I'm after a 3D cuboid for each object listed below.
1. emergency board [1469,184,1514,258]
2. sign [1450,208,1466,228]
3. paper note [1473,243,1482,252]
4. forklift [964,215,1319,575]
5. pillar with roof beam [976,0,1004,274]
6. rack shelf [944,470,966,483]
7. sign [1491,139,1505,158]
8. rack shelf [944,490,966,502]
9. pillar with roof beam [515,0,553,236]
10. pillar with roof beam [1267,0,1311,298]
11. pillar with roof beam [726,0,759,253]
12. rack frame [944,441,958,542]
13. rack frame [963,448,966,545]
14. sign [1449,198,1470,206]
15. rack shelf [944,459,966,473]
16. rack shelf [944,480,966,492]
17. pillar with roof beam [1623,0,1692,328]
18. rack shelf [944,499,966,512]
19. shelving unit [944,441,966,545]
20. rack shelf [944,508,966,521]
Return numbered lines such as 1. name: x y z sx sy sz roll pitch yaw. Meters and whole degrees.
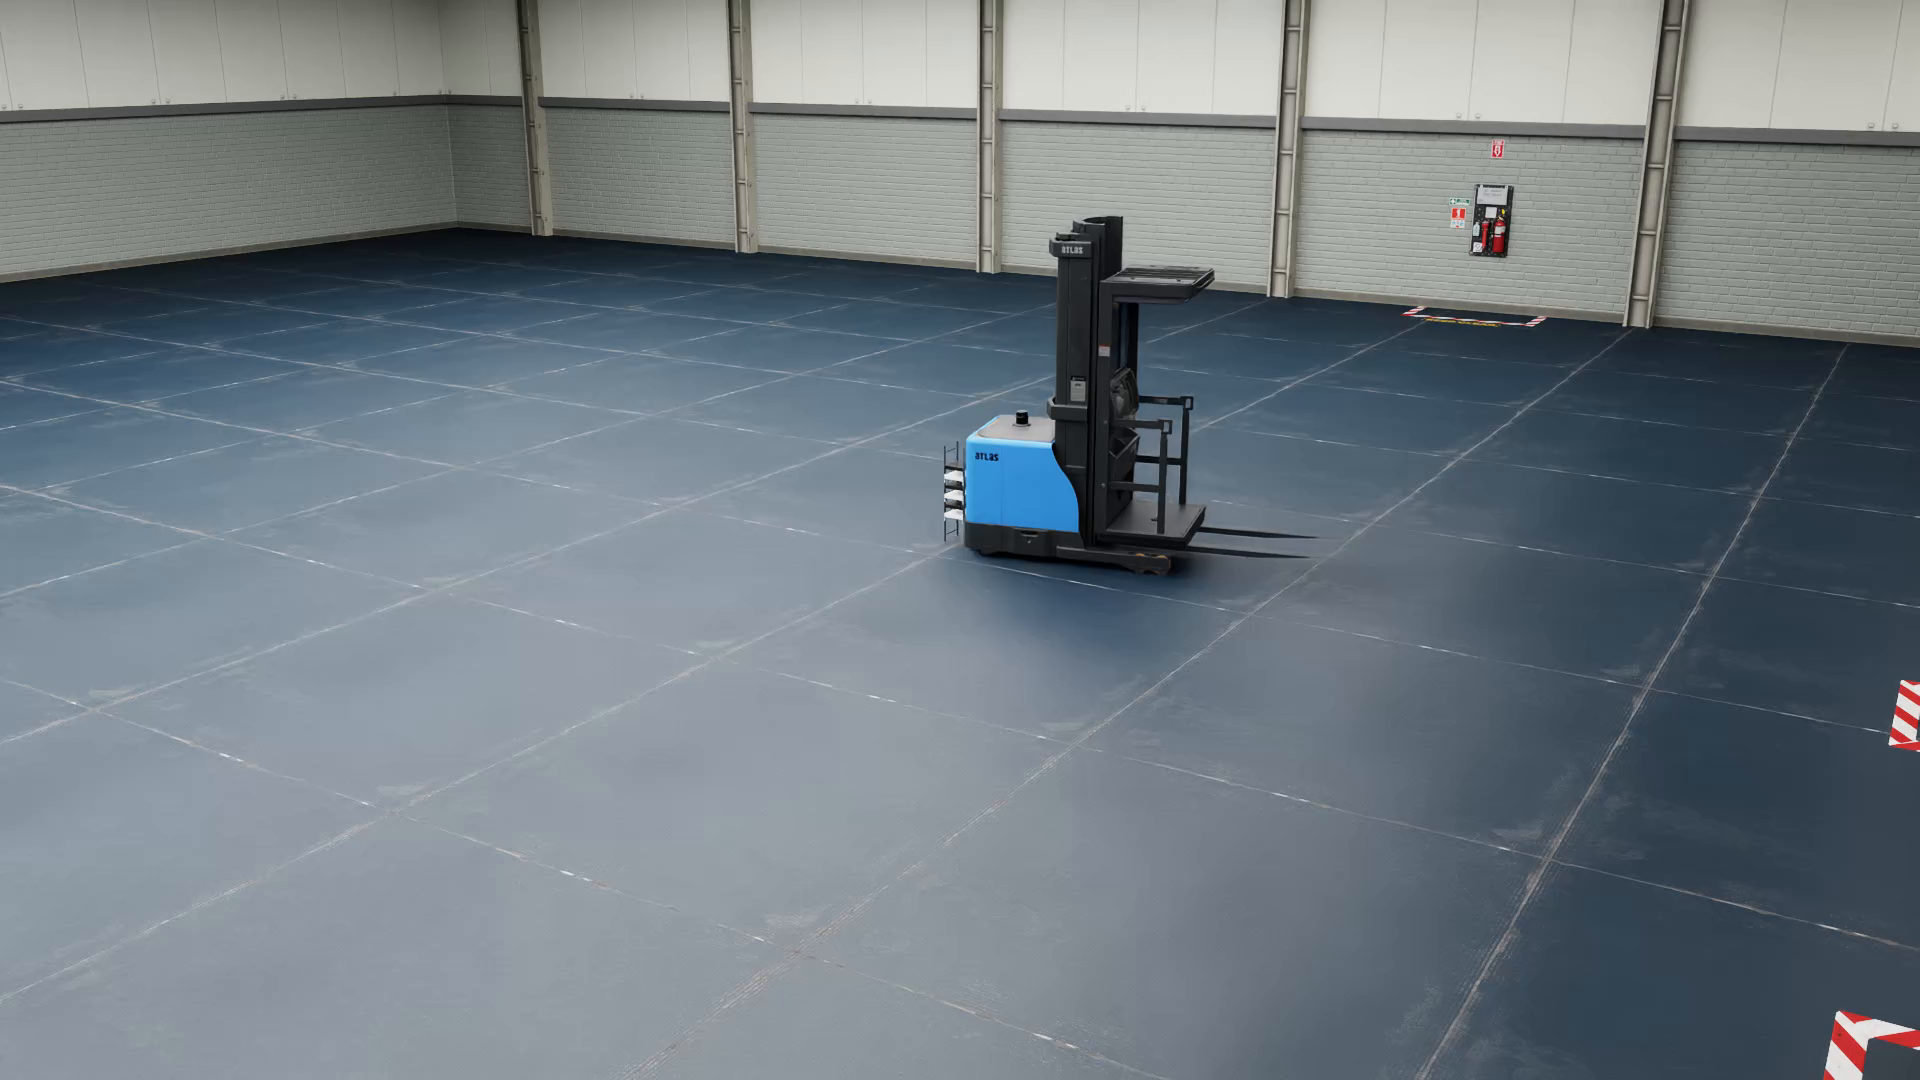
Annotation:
1. emergency board: 8.708 -5.233 27.318 0.643 1.169 0.194 10 20 30
2. sign: 8.291 -5.360 27.674 0.234 0.329 0.001 10 20 30
3. paper note: 8.593 -4.856 27.591 0.142 0.148 0.016 10 20 30
4. forklift: 1.614 -1.275 14.404 3.031 2.935 1.130 5 18 17
5. pillar with roof beam: -1.685 -8.478 27.676 0.400 9.000 9.100 10 20 30
6. rack shelf: 0.007 -0.570 15.072 0.200 0.077 0.258 10 20 30
7. sign: 8.753 -6.369 27.066 0.199 0.298 0.001 10 20 30
8. rack shelf: 0.007 -0.397 15.125 0.200 0.077 0.258 10 20 30
9. pillar with roof beam: -11.910 -10.303 33.685 0.400 9.000 9.100 10 20 30
10. pillar with roof beam: 3.428 -7.565 24.672 0.400 9.000 9.100 10 20 30
11. pillar with roof beam: -6.797 -9.390 30.681 0.400 9.000 9.100 10 20 30
12. rack frame: -0.080 -0.445 15.166 0.006 0.900 0.240 10 20 30
13. rack frame: 0.094 -0.414 15.064 0.006 0.900 0.240 10 20 30
14. sign: 8.290 -5.611 27.587 0.331 0.109 0.001 10 20 30
15. rack shelf: 0.007 -0.656 15.046 0.200 0.077 0.258 10 20 30
16. rack shelf: 0.007 -0.484 15.099 0.200 0.077 0.258 10 20 30
17. pillar with roof beam: 8.541 -6.652 21.667 0.400 9.000 9.100 10 20 30
18. rack shelf: 0.007 -0.311 15.151 0.200 0.077 0.258 10 20 30
19. shelving unit: 0.007 -0.429 15.115 0.210 0.900 0.258 10 20 30
20. rack shelf: 0.007 -0.225 15.177 0.200 0.077 0.258 10 20 30
